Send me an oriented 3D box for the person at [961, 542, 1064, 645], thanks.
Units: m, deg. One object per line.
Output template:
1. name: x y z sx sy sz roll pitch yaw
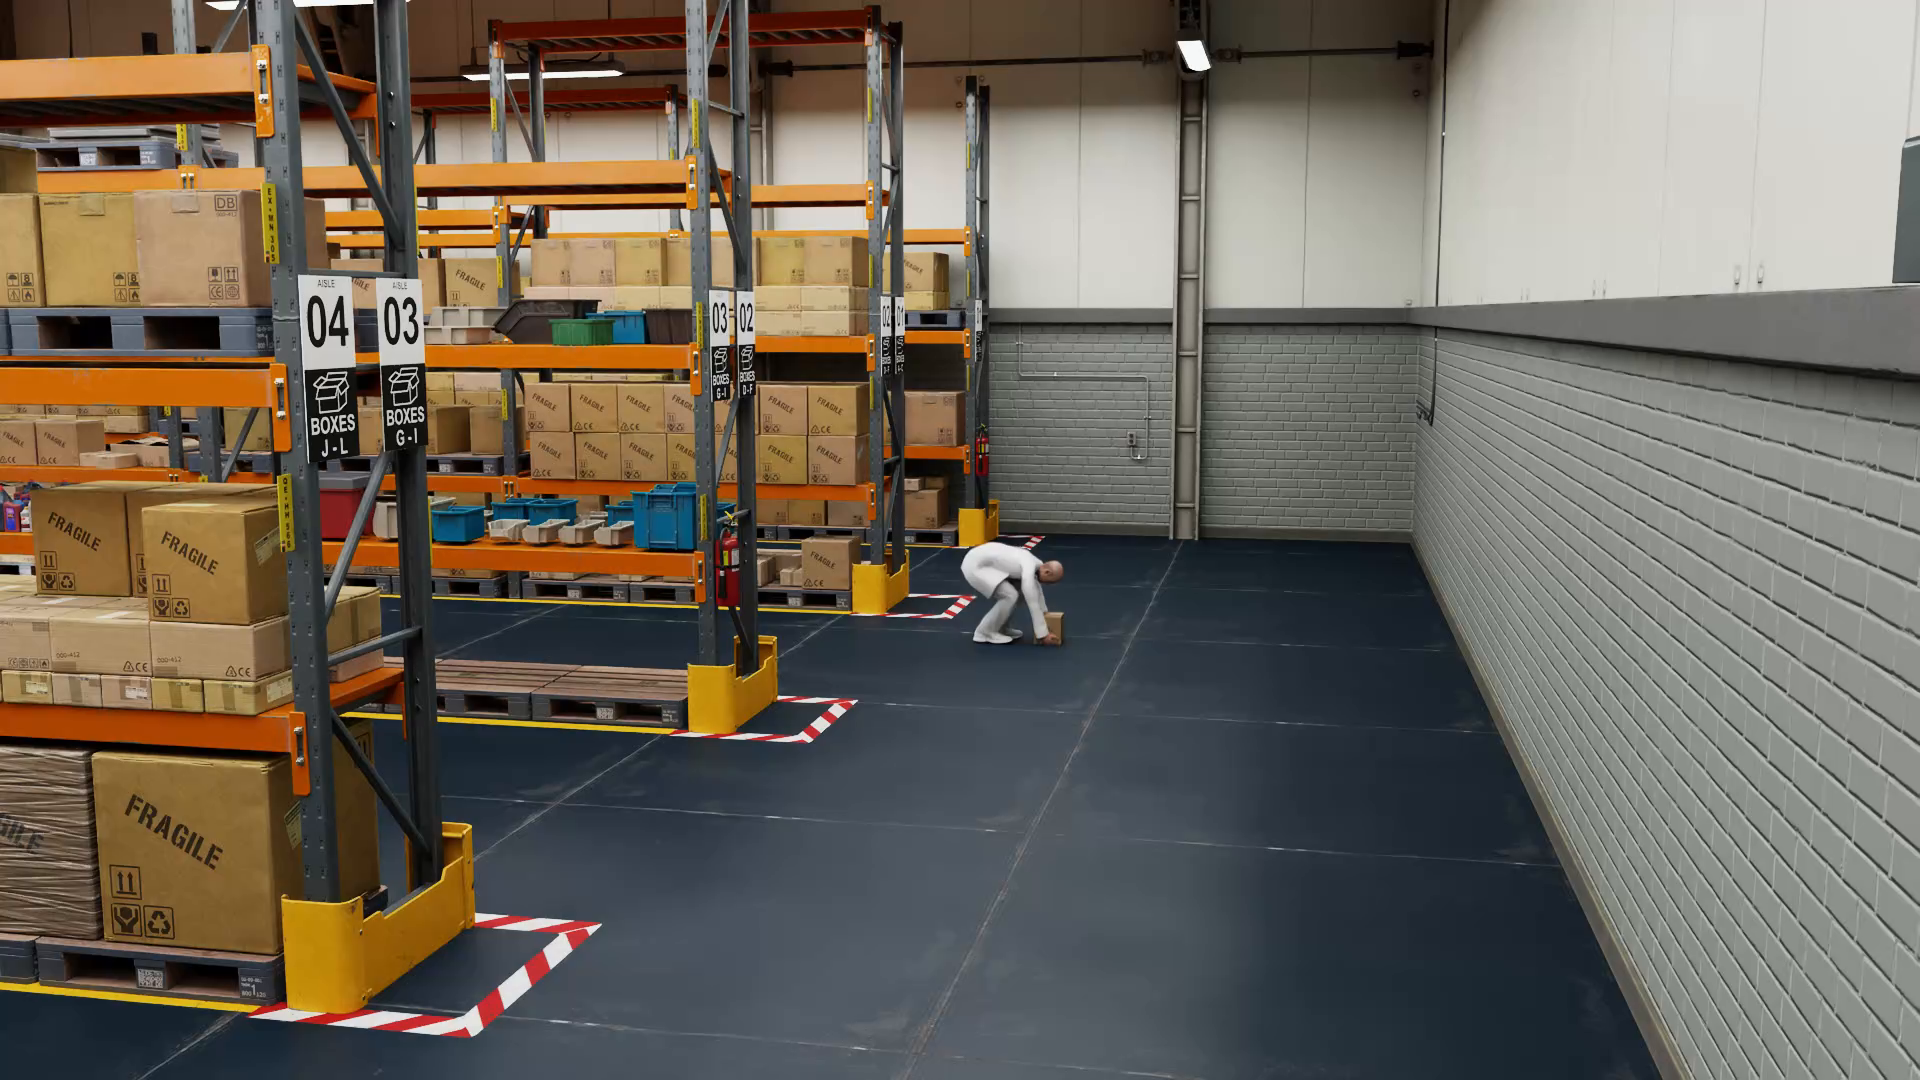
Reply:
1. person: 0.487 0.489 15.467 0.948 0.934 0.587 1 8 9
